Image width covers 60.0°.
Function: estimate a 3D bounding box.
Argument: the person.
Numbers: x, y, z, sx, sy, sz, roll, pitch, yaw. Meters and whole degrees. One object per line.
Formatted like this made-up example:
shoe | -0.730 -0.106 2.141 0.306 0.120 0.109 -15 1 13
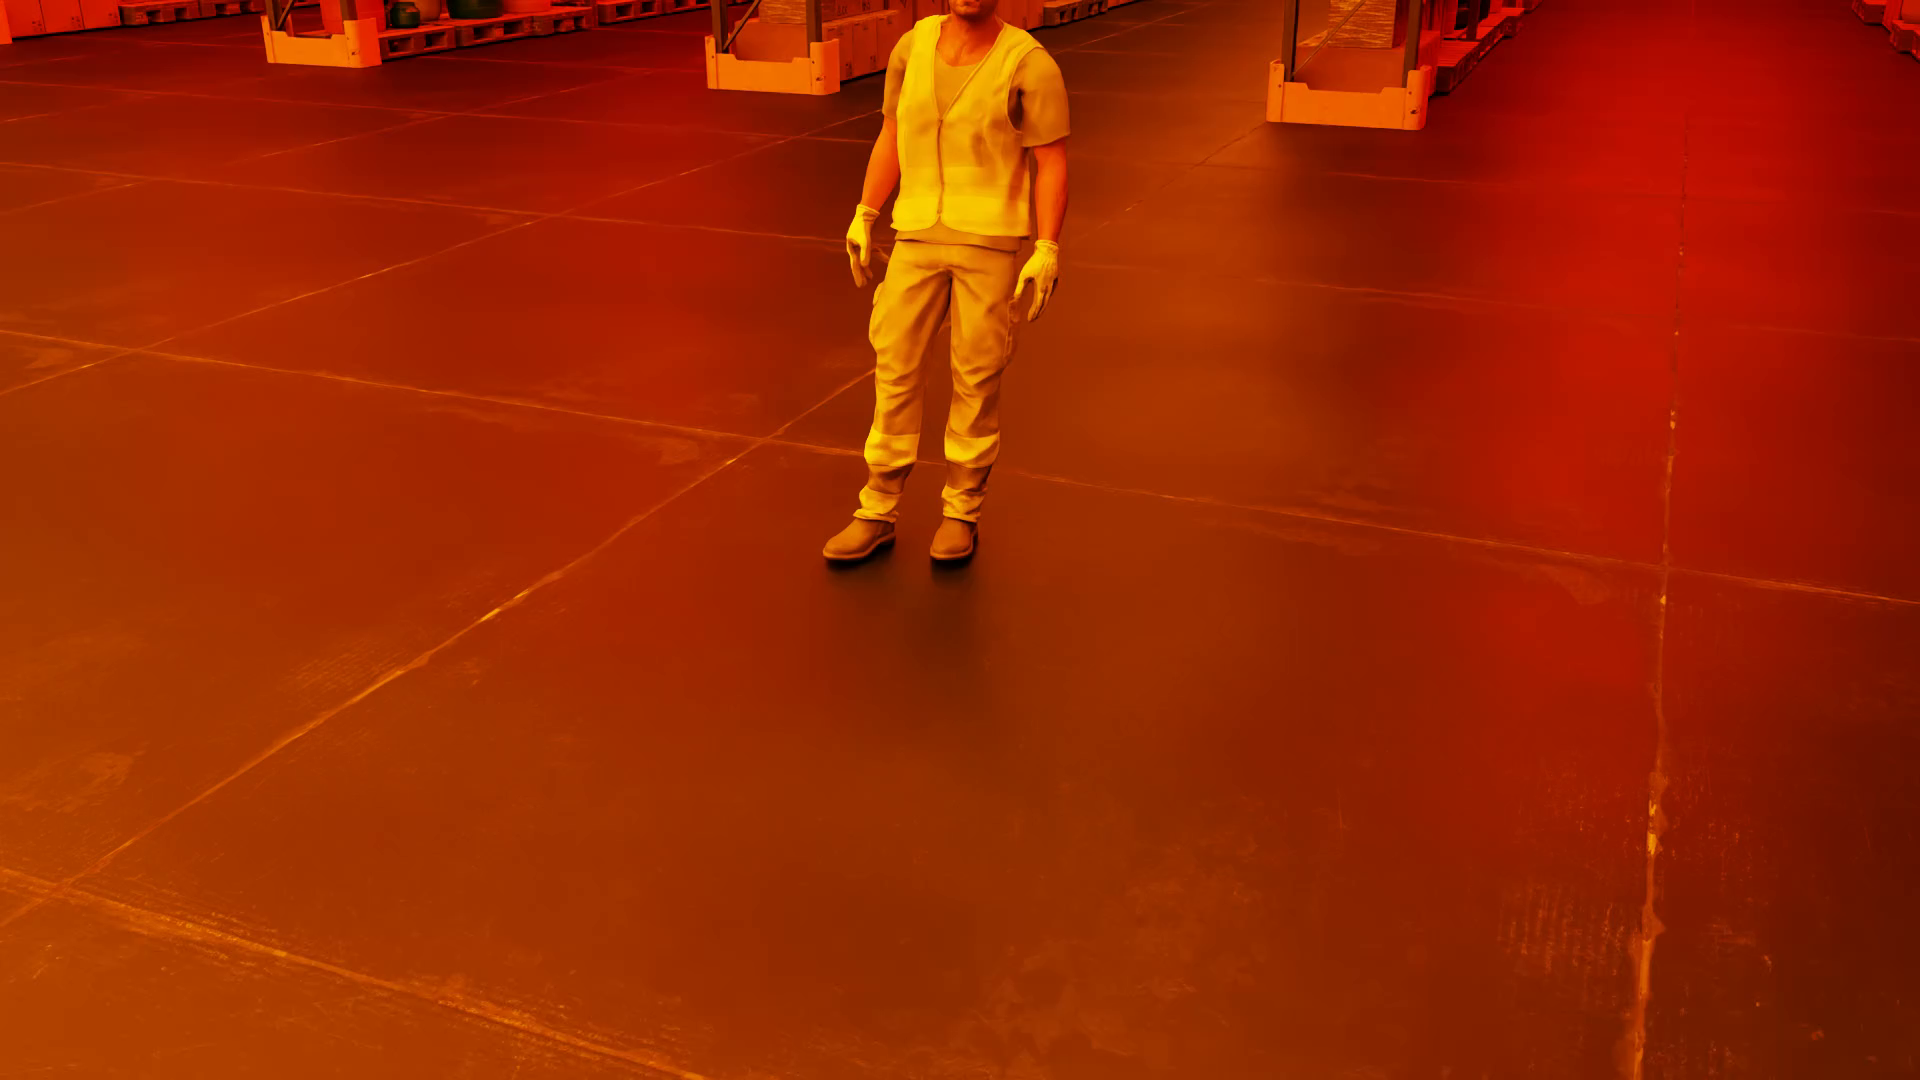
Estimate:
person | -0.042 -0.806 4.681 0.637 1.787 0.564 9 24 21
